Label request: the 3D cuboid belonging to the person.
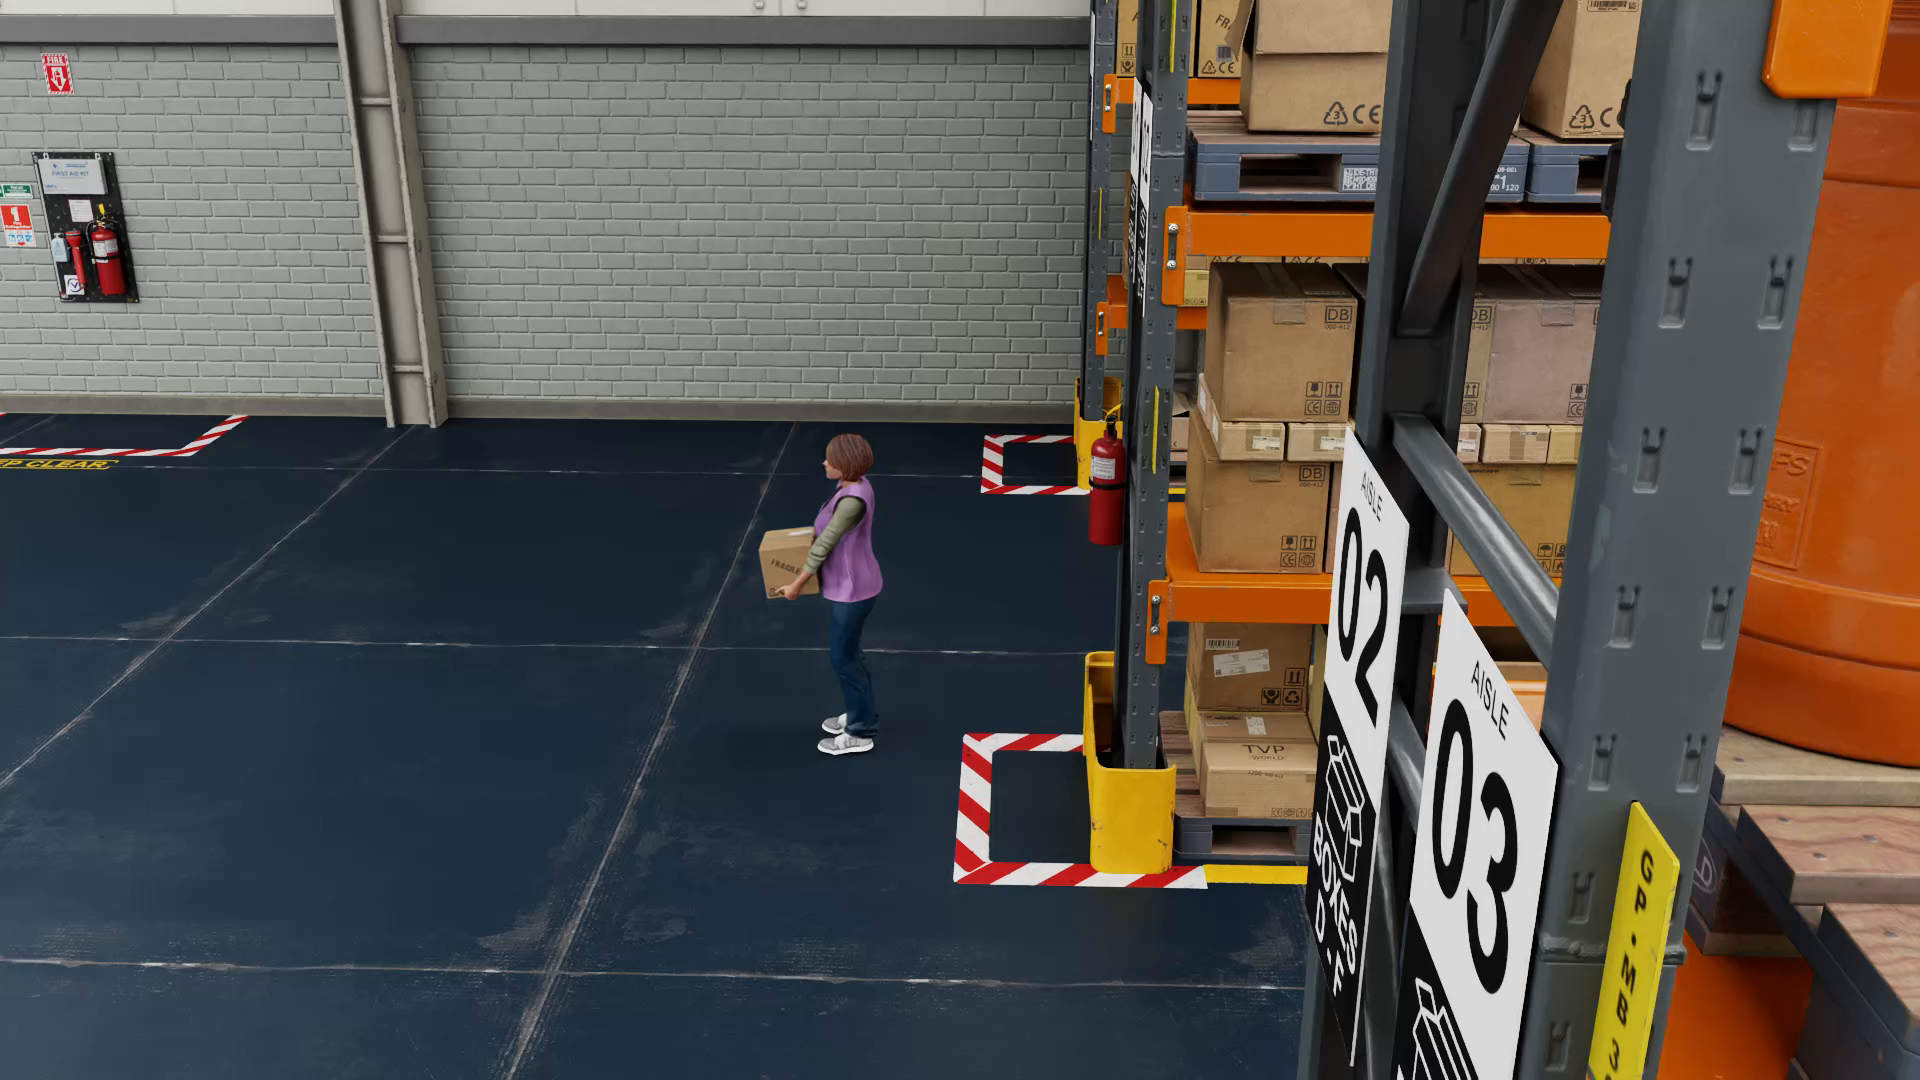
[{"bbox_3d":[-0.617,0.252,7.948,0.499,1.599,0.375,1,21,1],"label":"person"}]
